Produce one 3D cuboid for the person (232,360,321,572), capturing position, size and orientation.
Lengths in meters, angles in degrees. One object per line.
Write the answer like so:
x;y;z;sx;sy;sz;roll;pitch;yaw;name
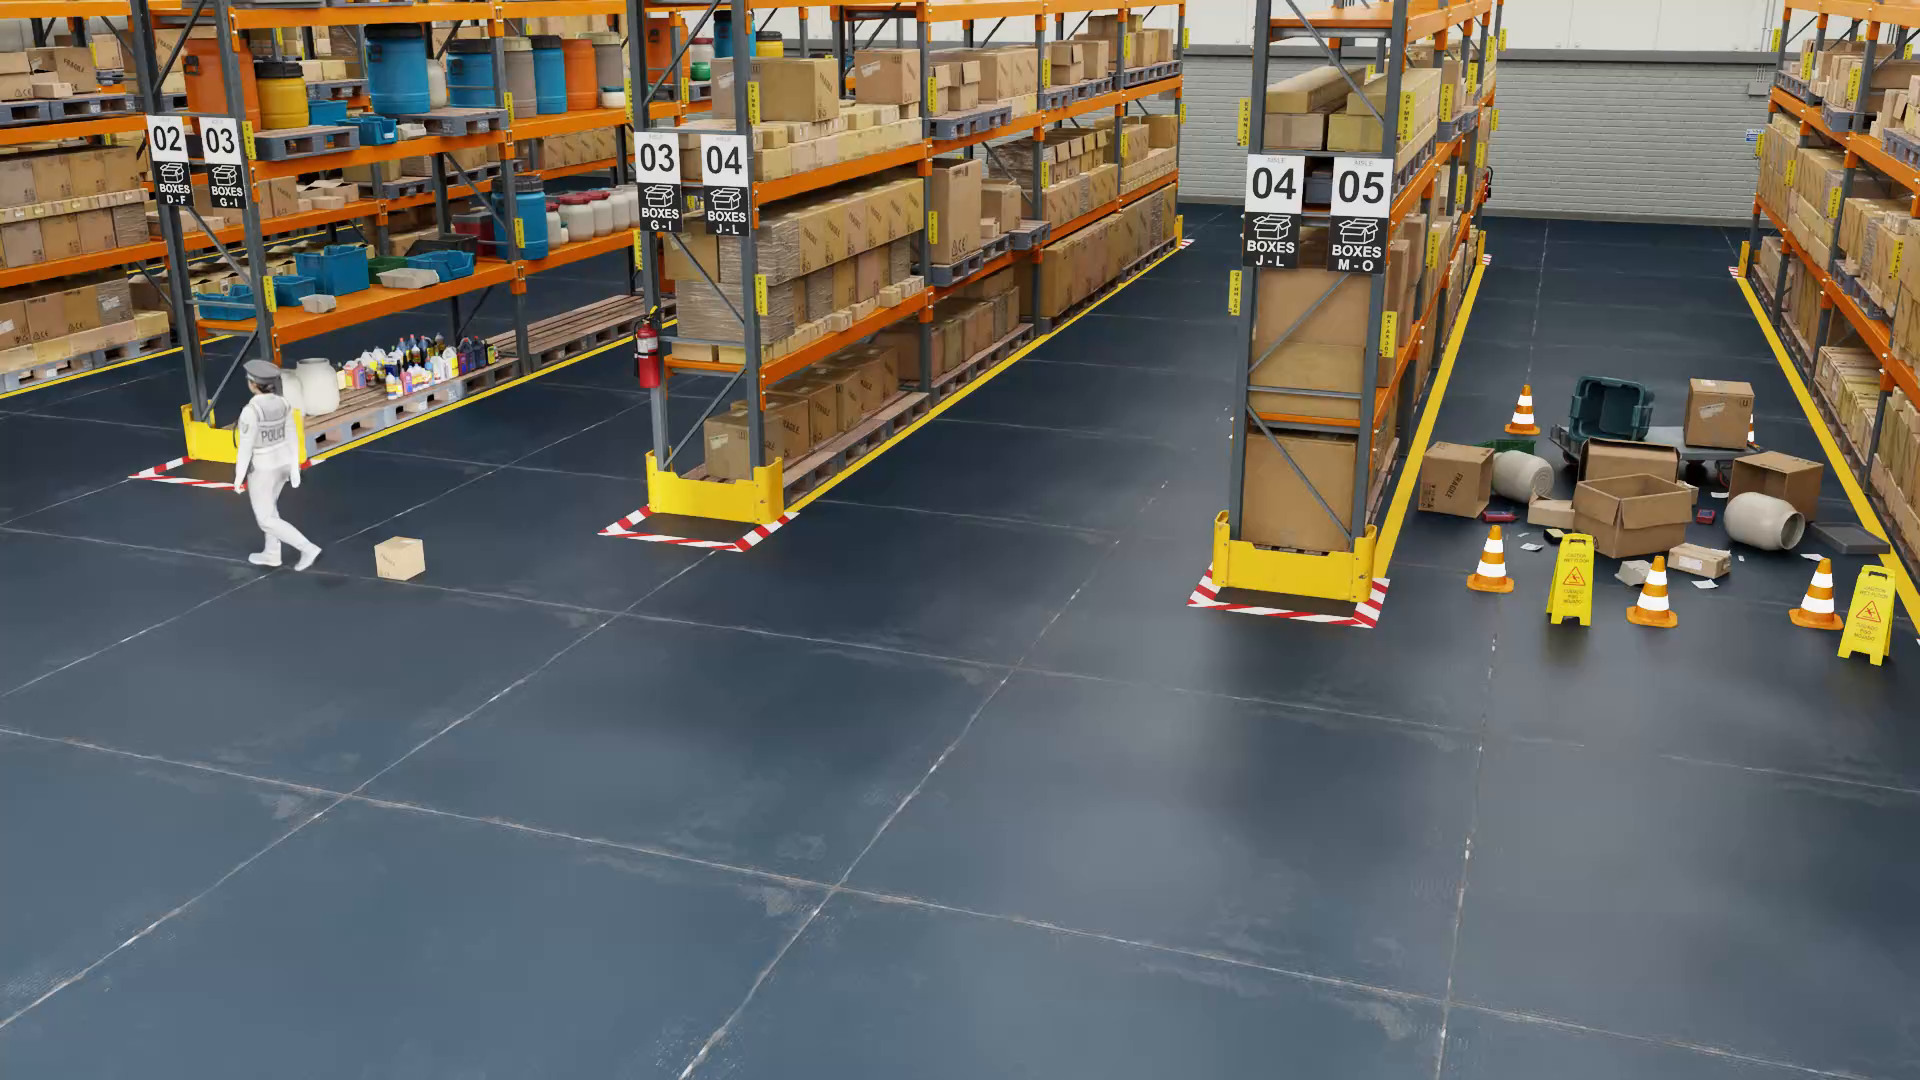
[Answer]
-5.217;-0.544;12.590;0.828;1.652;0.494;7;20;19;person
